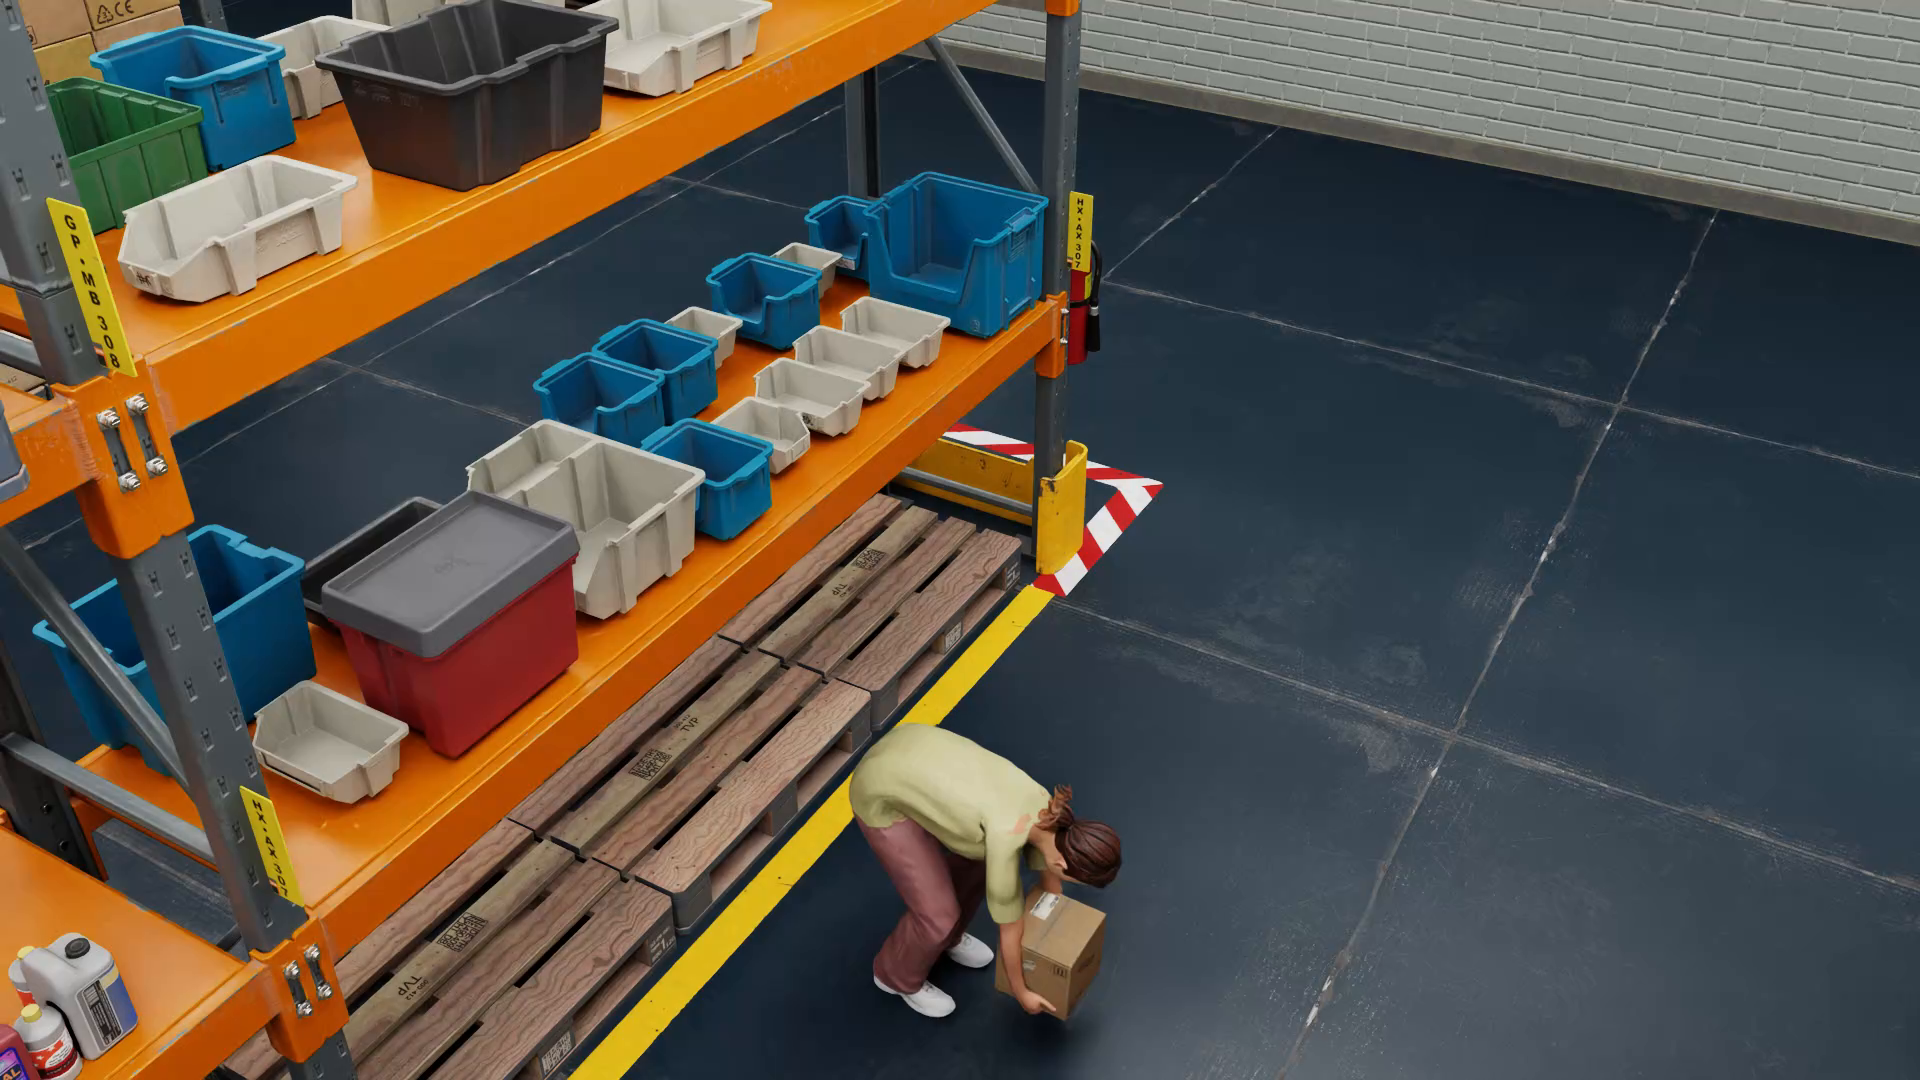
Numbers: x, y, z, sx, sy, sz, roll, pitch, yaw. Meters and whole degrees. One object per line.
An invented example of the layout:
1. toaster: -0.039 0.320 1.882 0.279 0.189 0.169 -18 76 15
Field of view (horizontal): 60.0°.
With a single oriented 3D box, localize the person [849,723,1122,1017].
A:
1. person: 0.081 1.091 5.176 0.864 0.962 0.446 16 37 22
